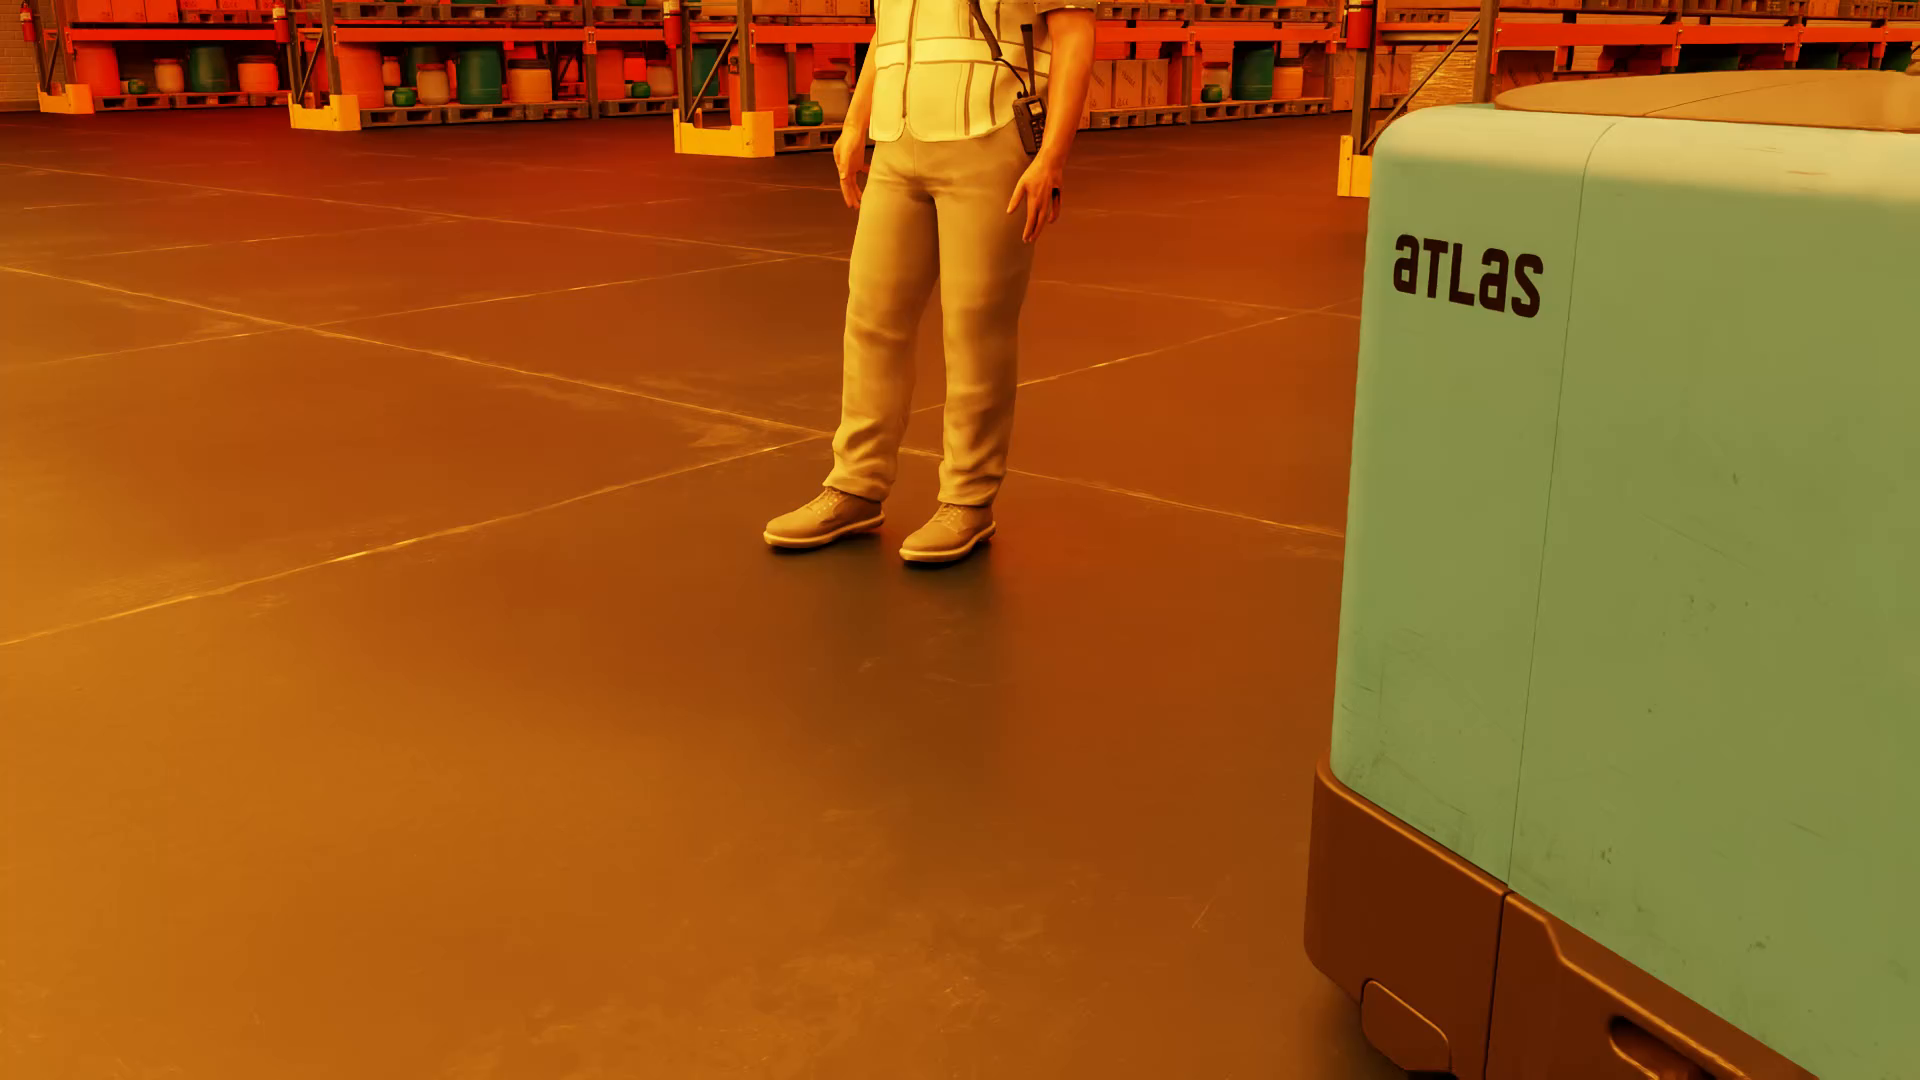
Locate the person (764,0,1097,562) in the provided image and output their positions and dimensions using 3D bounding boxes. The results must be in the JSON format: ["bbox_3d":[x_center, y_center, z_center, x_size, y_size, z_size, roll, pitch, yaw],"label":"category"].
[{"bbox_3d":[-0.058,-0.845,3.630,0.641,1.781,0.574,13,21,37],"label":"person"}]

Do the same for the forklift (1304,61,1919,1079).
[{"bbox_3d":[1.518,-0.514,0.590,1.130,2.935,3.031,-8,19,-25],"label":"forklift"}]
